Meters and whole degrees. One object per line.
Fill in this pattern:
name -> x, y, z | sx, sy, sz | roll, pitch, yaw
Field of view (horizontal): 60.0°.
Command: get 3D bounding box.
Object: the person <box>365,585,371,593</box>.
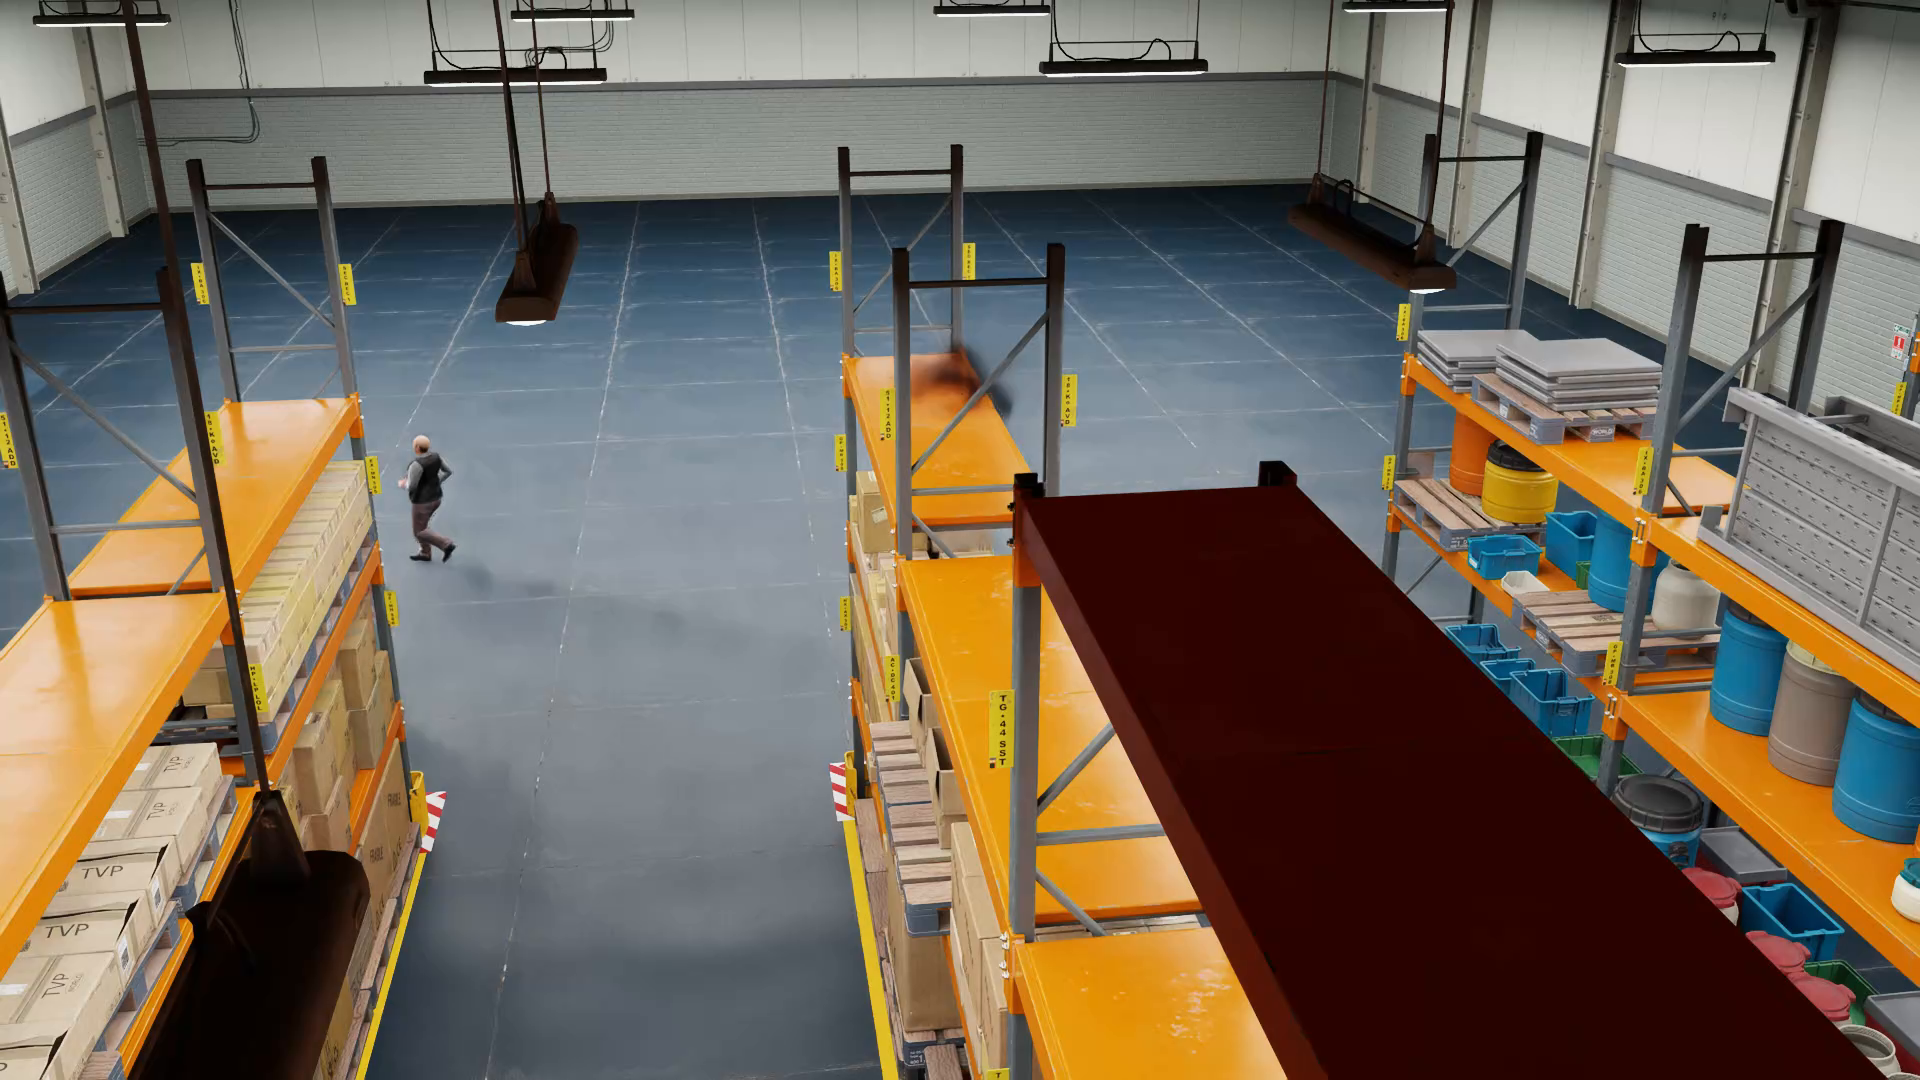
person -> -6.290, 0.870, 17.015 | 0.872, 1.802, 0.683 | 16, 26, 34

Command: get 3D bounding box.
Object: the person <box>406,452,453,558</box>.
person -> -6.558, -0.403, 20.611 | 0.668, 1.405, 0.444 | 8, 23, 19
